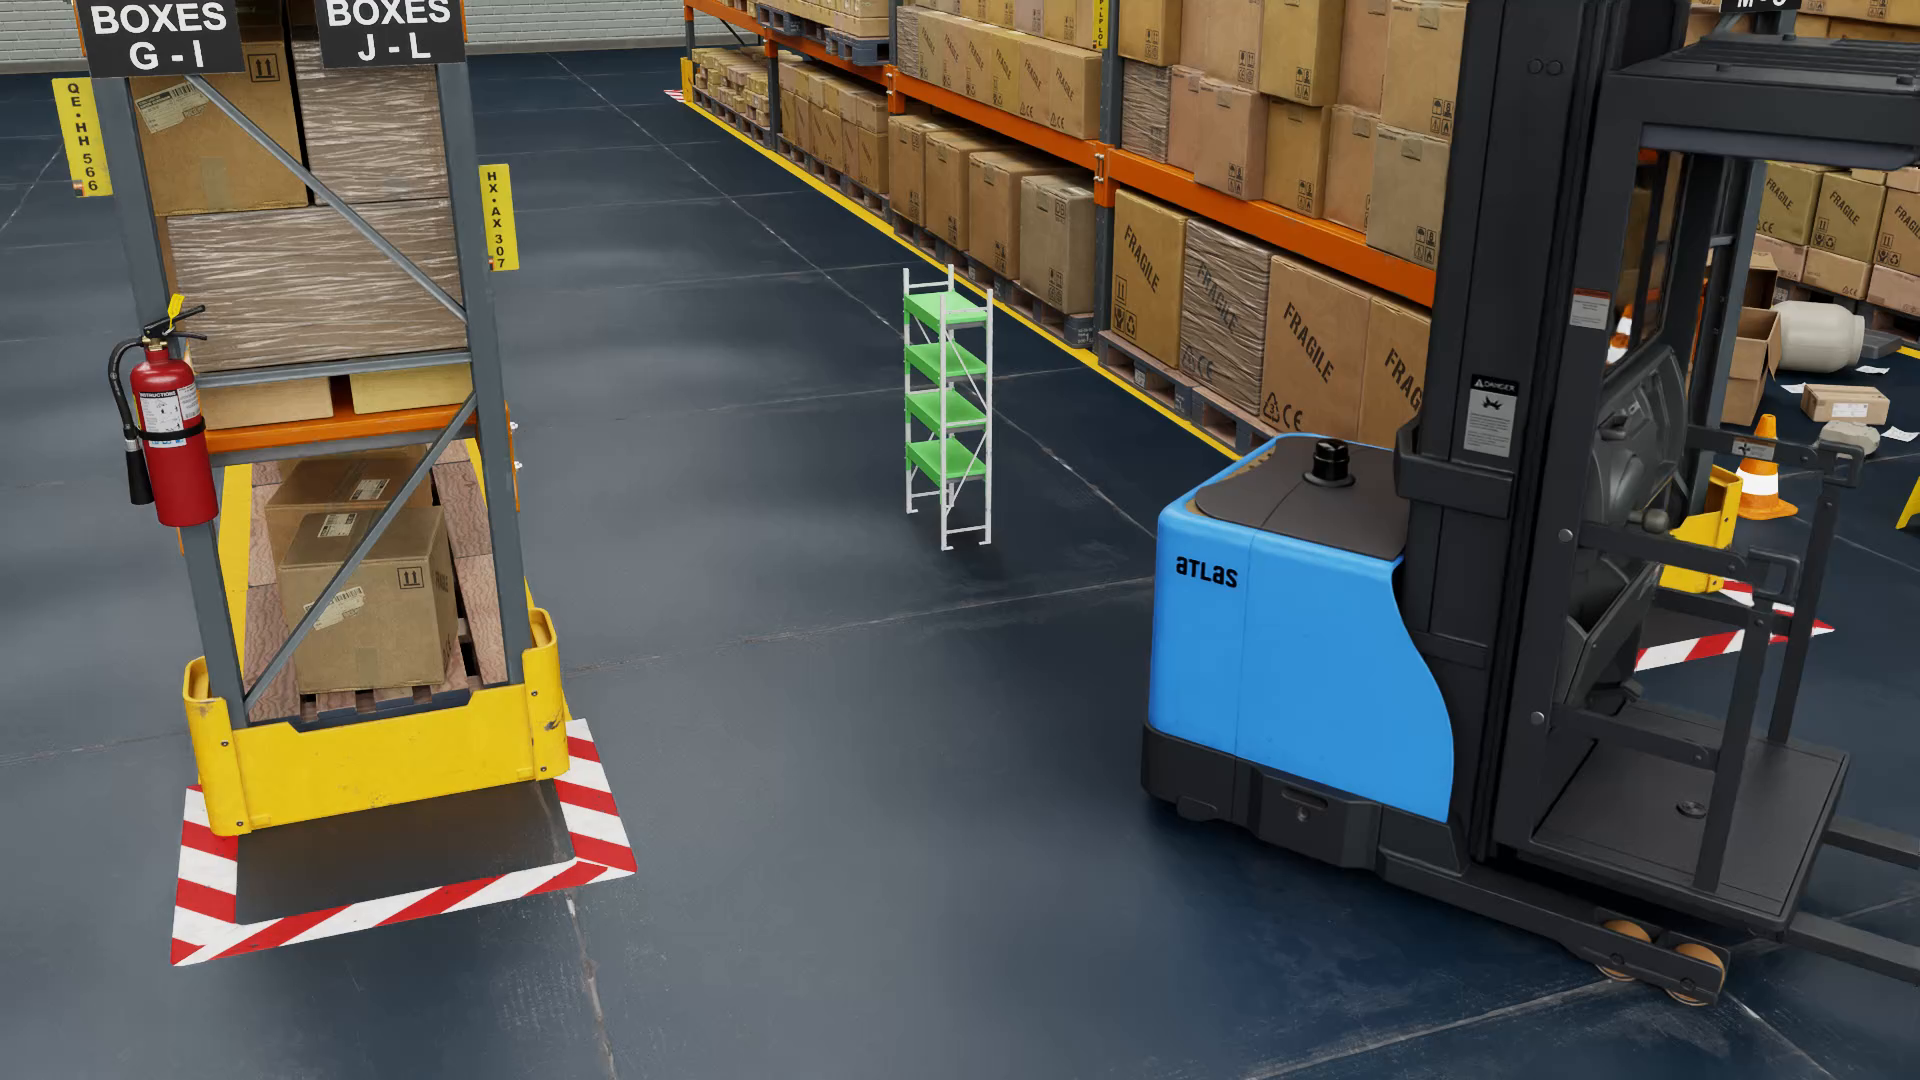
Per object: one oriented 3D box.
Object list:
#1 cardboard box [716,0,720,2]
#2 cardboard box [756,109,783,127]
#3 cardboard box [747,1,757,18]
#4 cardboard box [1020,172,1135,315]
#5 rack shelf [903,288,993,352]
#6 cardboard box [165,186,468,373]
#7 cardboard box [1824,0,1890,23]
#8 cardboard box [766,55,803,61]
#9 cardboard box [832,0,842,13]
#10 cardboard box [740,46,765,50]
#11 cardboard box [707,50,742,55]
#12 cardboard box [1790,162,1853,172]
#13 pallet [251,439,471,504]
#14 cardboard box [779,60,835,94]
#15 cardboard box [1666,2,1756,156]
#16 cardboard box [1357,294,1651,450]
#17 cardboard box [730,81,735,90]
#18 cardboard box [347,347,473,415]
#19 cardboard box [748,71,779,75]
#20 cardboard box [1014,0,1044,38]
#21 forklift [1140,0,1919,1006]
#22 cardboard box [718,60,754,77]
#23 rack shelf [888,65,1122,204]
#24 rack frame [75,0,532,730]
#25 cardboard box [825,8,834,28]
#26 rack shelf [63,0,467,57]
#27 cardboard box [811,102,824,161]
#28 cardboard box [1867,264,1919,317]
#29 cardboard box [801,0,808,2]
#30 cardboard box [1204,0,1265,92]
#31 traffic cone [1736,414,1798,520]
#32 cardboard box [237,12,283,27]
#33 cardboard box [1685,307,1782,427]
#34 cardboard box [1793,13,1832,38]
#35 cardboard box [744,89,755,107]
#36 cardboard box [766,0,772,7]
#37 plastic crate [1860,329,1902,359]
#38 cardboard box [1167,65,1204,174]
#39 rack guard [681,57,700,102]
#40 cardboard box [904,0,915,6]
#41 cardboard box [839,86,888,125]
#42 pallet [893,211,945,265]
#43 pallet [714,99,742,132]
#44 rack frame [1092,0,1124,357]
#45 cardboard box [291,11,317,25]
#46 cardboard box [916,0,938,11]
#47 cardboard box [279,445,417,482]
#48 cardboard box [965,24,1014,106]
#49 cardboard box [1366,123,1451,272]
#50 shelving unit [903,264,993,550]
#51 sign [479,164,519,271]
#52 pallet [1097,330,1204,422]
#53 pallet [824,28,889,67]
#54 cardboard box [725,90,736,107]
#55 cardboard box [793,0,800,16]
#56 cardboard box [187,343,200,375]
[{"bbox_3d":[-2.577,-6.235,19.005,0.380,0.149,0.250,-9,24,-20],"label":"cardboard box"},{"bbox_3d":[-1.956,-4.499,17.691,0.380,0.149,0.250,-8,24,-18],"label":"cardboard box"},{"bbox_3d":[-2.011,-5.558,17.397,0.380,0.149,0.250,-9,24,-20],"label":"cardboard box"},{"bbox_3d":[1.024,-1.986,10.957,1.050,0.750,0.750,-8,24,-19],"label":"cardboard box"},{"bbox_3d":[-0.058,-0.996,7.498,0.258,0.148,0.480,-8,24,-19],"label":"rack shelf"},{"bbox_3d":[-2.104,-0.906,5.525,0.875,0.500,0.500,-8,24,-19],"label":"cardboard box"},{"bbox_3d":[6.035,-3.598,10.625,0.700,0.500,0.500,-8,24,-19],"label":"cardboard box"},{"bbox_3d":[-2.063,-5.604,19.548,0.380,0.149,0.250,-7,24,-17],"label":"cardboard box"},{"bbox_3d":[-0.877,-4.594,14.186,0.380,0.149,0.250,-8,24,-18],"label":"cardboard box"},{"bbox_3d":[-2.487,-5.973,20.423,0.380,0.149,0.250,-8,24,-18],"label":"cardboard box"},{"bbox_3d":[-2.834,-5.810,20.036,0.380,0.149,0.250,-8,24,-18],"label":"cardboard box"},{"bbox_3d":[5.867,-2.598,11.251,0.380,0.149,0.250,-8,24,-18],"label":"cardboard box"},{"bbox_3d":[-3.078,-0.448,8.542,1.003,0.211,1.213,-8,24,-19],"label":"pallet"},{"bbox_3d":[-1.485,-4.606,16.527,0.500,0.250,0.500,-9,25,-21],"label":"cardboard box"},{"bbox_3d":[2.646,-1.870,6.741,0.875,0.550,0.550,-8,24,-19],"label":"cardboard box"},{"bbox_3d":[2.439,-0.615,7.541,0.875,0.875,0.875,-8,24,-19],"label":"cardboard box"},{"bbox_3d":[-2.447,-5.299,19.208,0.380,0.149,0.250,-7,24,-16],"label":"cardboard box"},{"bbox_3d":[-1.813,-0.540,5.492,0.380,0.149,0.250,-8,24,-19],"label":"cardboard box"},{"bbox_3d":[-2.108,-5.052,18.239,0.380,0.149,0.250,-8,24,-17],"label":"cardboard box"},{"bbox_3d":[0.785,-3.673,11.186,0.700,0.500,0.500,-8,24,-19],"label":"cardboard box"},{"bbox_3d":[2.110,-0.282,4.646,3.031,2.935,1.130,15,27,32],"label":"forklift"},{"bbox_3d":[-2.561,-5.418,19.106,0.380,0.149,0.250,-8,24,-18],"label":"cardboard box"},{"bbox_3d":[0.621,-3.011,11.959,1.077,0.370,4.000,-8,24,-19],"label":"rack shelf"},{"bbox_3d":[-1.935,-0.519,5.120,1.000,3.000,0.127,-8,24,-19],"label":"rack frame"},{"bbox_3d":[-0.952,-4.539,14.439,0.380,0.149,0.250,-9,24,-20],"label":"cardboard box"},{"bbox_3d":[-2.642,-2.297,6.401,1.077,0.370,4.000,-8,24,-19],"label":"rack shelf"},{"bbox_3d":[-1.099,-3.879,15.770,0.500,0.500,0.500,-8,24,-18],"label":"cardboard box"},{"bbox_3d":[6.268,-1.622,10.737,0.500,0.250,0.500,-9,24,-20],"label":"cardboard box"},{"bbox_3d":[-1.235,-4.964,15.064,0.380,0.149,0.250,-9,24,-20],"label":"cardboard box"},{"bbox_3d":[1.791,-2.645,8.581,0.875,0.550,0.550,-8,24,-19],"label":"cardboard box"},{"bbox_3d":[3.882,-0.382,8.060,0.336,0.463,0.334,-8,24,-19],"label":"traffic cone"},{"bbox_3d":[-2.543,-1.510,5.671,0.500,0.500,0.500,-8,24,-19],"label":"cardboard box"},{"bbox_3d":[4.347,-1.019,9.520,0.637,0.503,0.797,12,26,27],"label":"cardboard box"},{"bbox_3d":[5.818,-3.317,11.247,0.500,0.500,0.500,-8,24,-19],"label":"cardboard box"},{"bbox_3d":[-2.125,-4.802,18.029,0.380,0.149,0.250,-9,25,-21],"label":"cardboard box"},{"bbox_3d":[-1.686,-5.295,16.233,0.380,0.149,0.250,-8,24,-18],"label":"cardboard box"},{"bbox_3d":[5.710,-1.304,10.740,0.402,0.080,0.583,-18,29,-37],"label":"plastic crate"},{"bbox_3d":[1.685,-2.356,9.285,0.875,0.550,0.550,-8,24,-19],"label":"cardboard box"},{"bbox_3d":[-2.885,-5.797,20.860,1.175,0.500,0.348,-8,24,-19],"label":"rack guard"},{"bbox_3d":[-0.263,-4.682,14.397,0.380,0.149,0.250,-9,25,-21],"label":"cardboard box"},{"bbox_3d":[-0.761,-3.851,14.738,0.500,0.250,0.500,-8,24,-18],"label":"cardboard box"},{"bbox_3d":[0.123,-2.488,13.381,1.003,0.211,1.213,-8,24,-19],"label":"pallet"},{"bbox_3d":[-2.204,-4.921,19.154,1.003,0.211,1.213,-8,24,-19],"label":"pallet"},{"bbox_3d":[1.328,-2.616,10.095,1.000,3.000,0.127,-8,24,-19],"label":"rack frame"},{"bbox_3d":[-2.045,-1.583,5.844,0.500,0.500,0.500,-8,24,-19],"label":"cardboard box"},{"bbox_3d":[0.064,-4.412,12.940,0.700,0.500,0.500,-8,24,-19],"label":"cardboard box"},{"bbox_3d":[-2.587,-0.232,7.117,0.500,0.500,0.500,-6,24,-14],"label":"cardboard box"},{"bbox_3d":[0.355,-3.367,11.747,0.500,0.500,0.500,-9,24,-20],"label":"cardboard box"},{"bbox_3d":[2.353,-1.557,7.390,0.875,0.550,0.550,-8,24,-19],"label":"cardboard box"},{"bbox_3d":[-0.058,-0.613,7.660,0.258,1.200,0.503,-8,24,-19],"label":"shelving unit"},{"bbox_3d":[-1.428,-0.993,5.128,0.100,0.325,0.005,-8,24,-19],"label":"sign"},{"bbox_3d":[1.523,-1.044,9.956,1.003,0.211,1.213,-8,24,-19],"label":"pallet"},{"bbox_3d":[-0.437,-4.226,14.161,1.213,0.211,1.003,-8,24,-19],"label":"pallet"},{"bbox_3d":[-2.467,-5.062,19.027,0.380,0.149,0.250,-8,24,-19],"label":"cardboard box"},{"bbox_3d":[-1.323,-4.921,15.346,0.380,0.149,0.250,-9,24,-20],"label":"cardboard box"},{"bbox_3d":[-2.453,-0.653,5.761,0.380,0.149,0.250,-8,24,-19],"label":"cardboard box"}]
